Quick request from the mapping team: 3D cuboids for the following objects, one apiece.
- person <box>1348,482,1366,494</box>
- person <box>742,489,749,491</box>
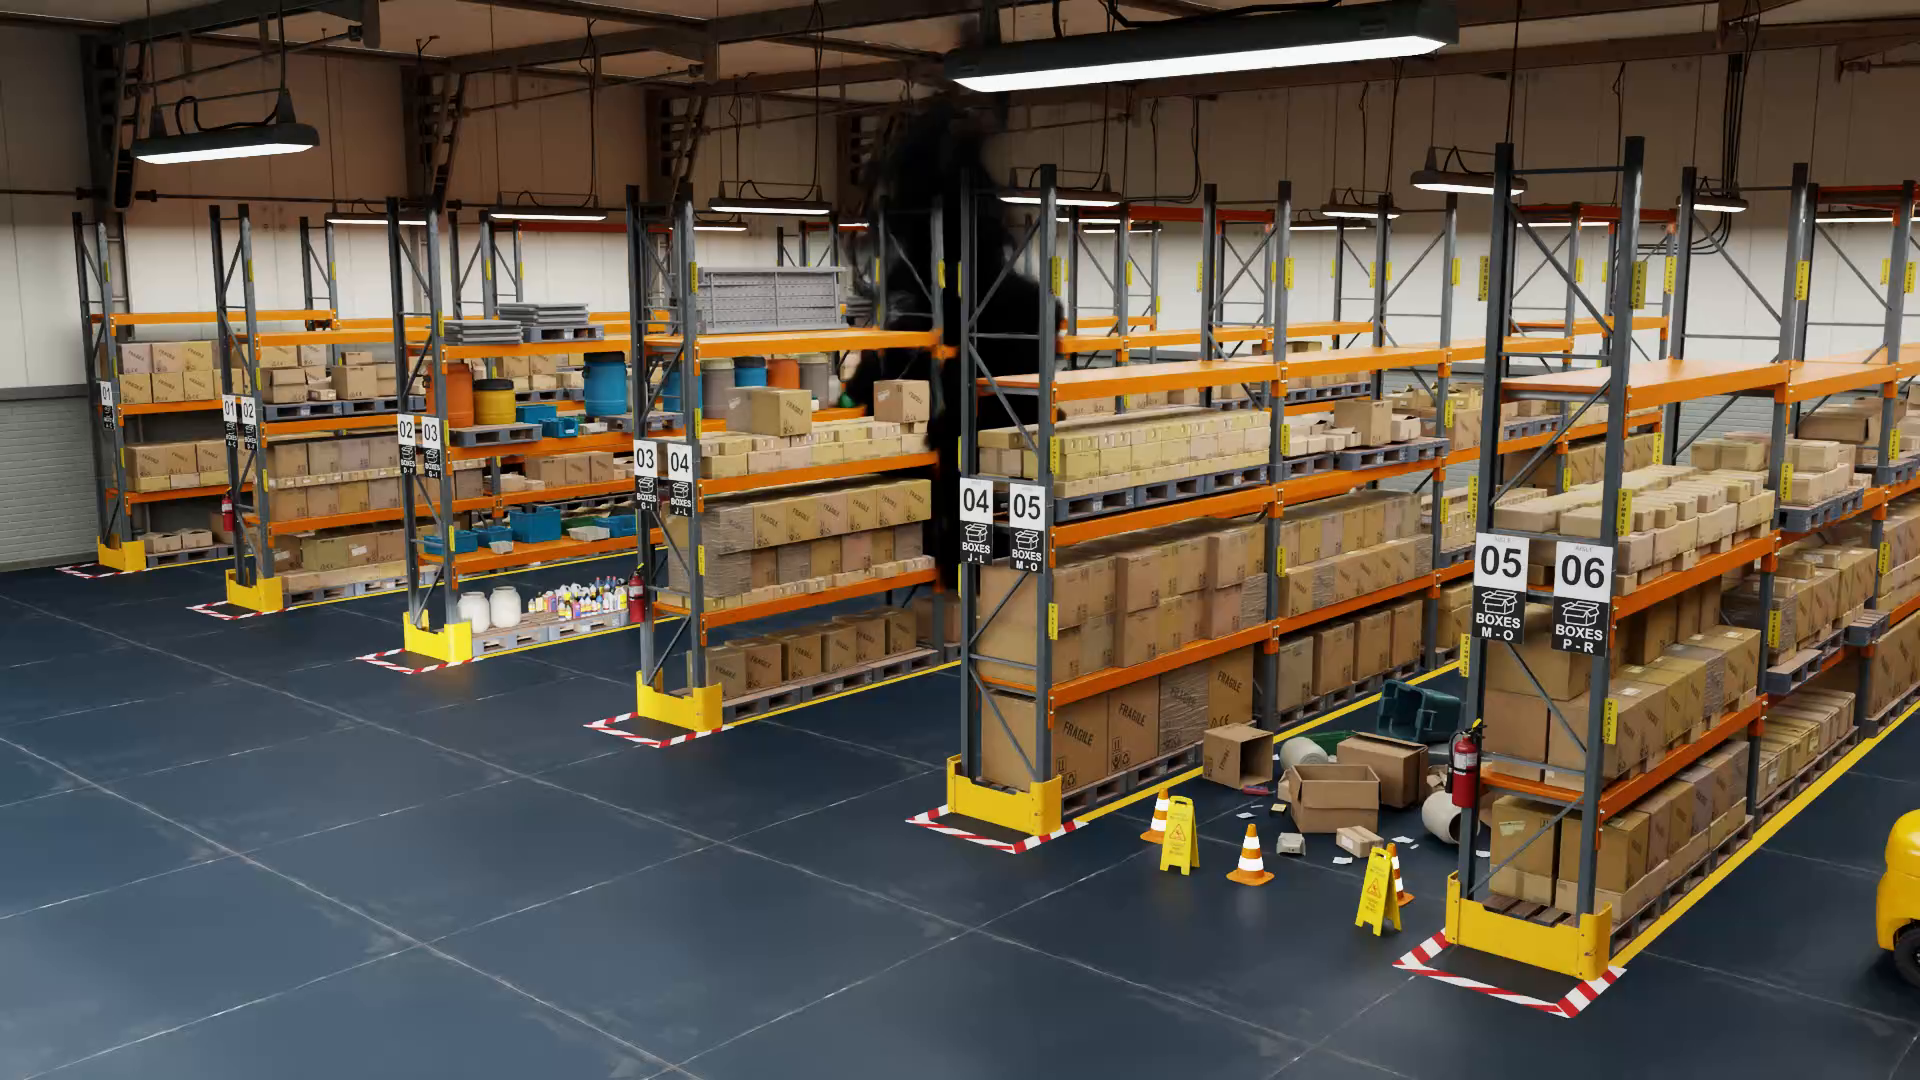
[{"bbox_3d":[6.491,-0.199,27.159,0.640,1.848,0.741,8,12,39],"label":"person"},{"bbox_3d":[-3.686,-0.772,29.211,0.544,1.680,0.607,6,11,31],"label":"person"}]
